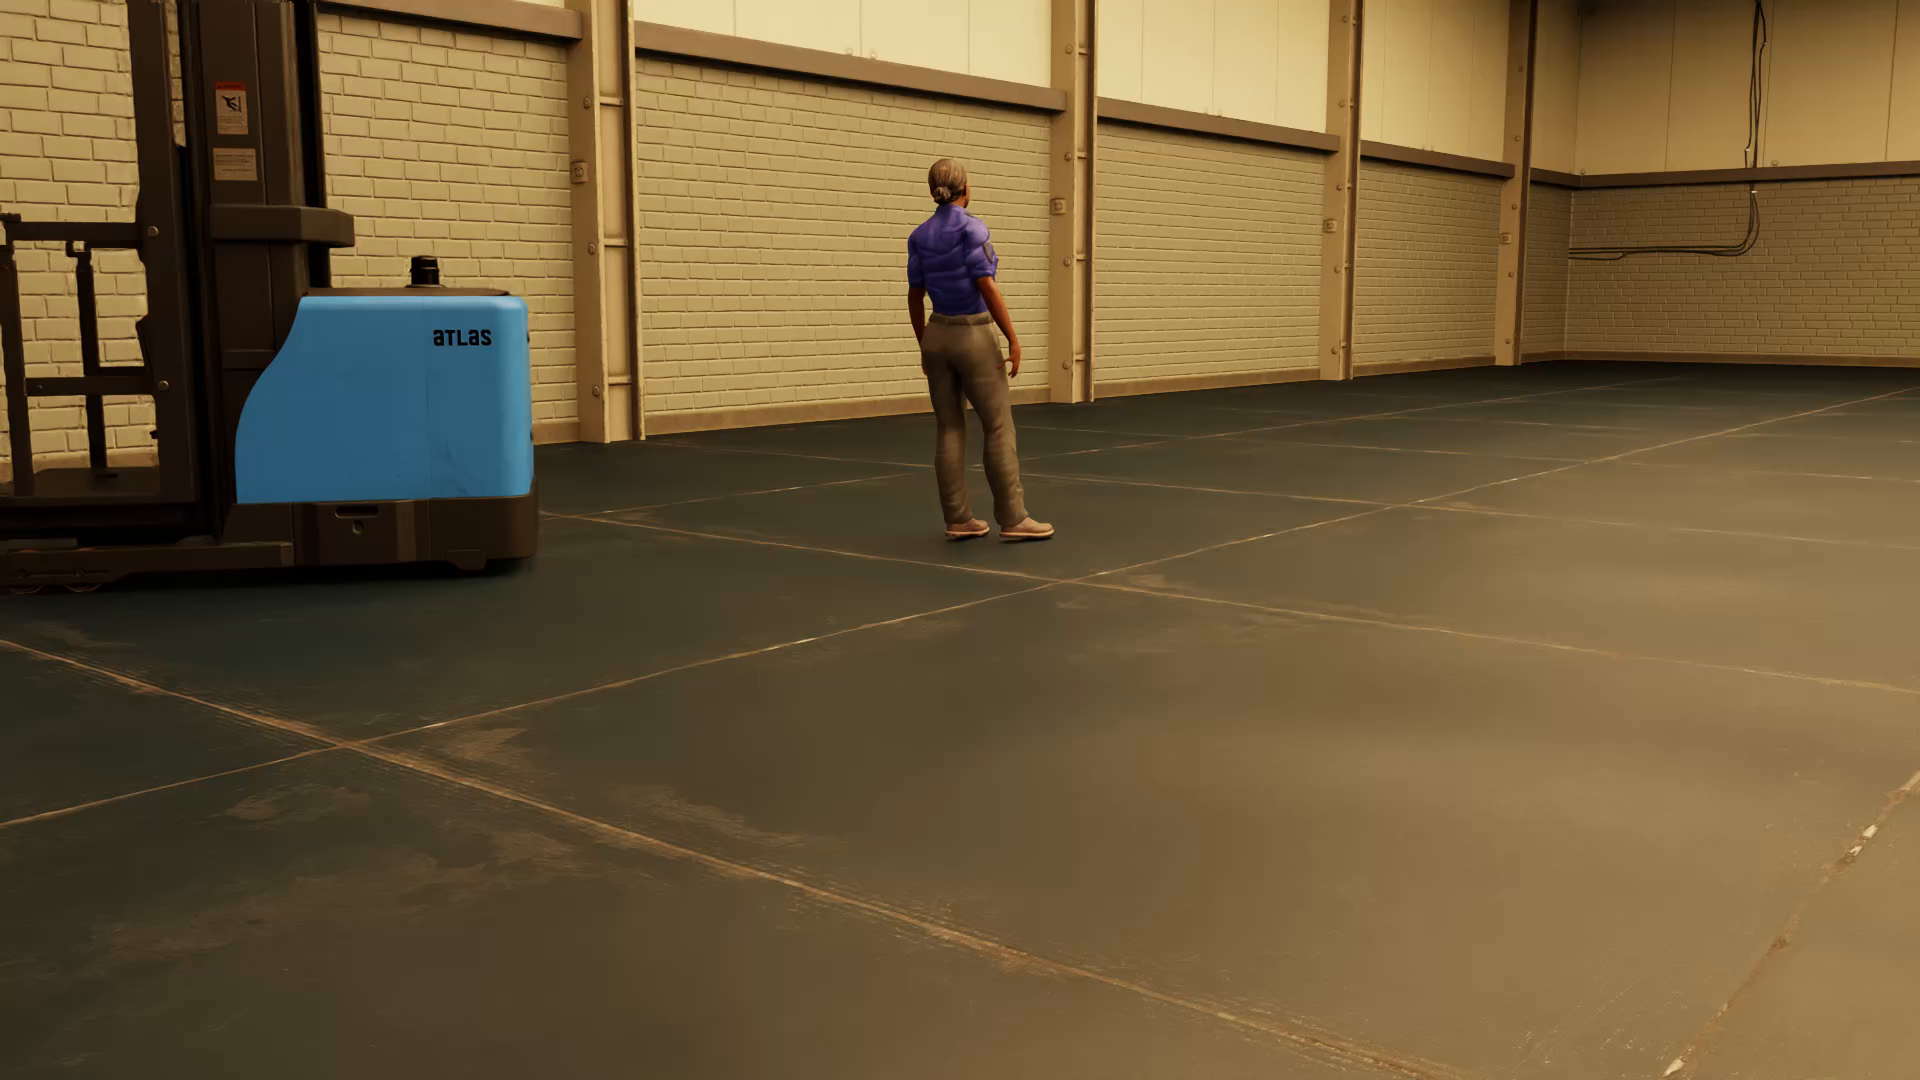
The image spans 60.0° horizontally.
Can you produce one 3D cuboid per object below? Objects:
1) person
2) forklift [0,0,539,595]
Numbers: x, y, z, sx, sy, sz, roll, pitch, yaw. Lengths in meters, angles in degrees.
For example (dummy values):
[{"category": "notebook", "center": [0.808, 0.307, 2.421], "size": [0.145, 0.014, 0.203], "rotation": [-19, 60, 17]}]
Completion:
[{"category": "person", "center": [0.071, -0.834, 7.339], "size": [0.569, 1.655, 0.504], "rotation": [7, 11, 38]}, {"category": "forklift", "center": [-3.243, -1.335, 6.402], "size": [3.031, 2.935, 1.130], "rotation": [-2, 9, -13]}]
